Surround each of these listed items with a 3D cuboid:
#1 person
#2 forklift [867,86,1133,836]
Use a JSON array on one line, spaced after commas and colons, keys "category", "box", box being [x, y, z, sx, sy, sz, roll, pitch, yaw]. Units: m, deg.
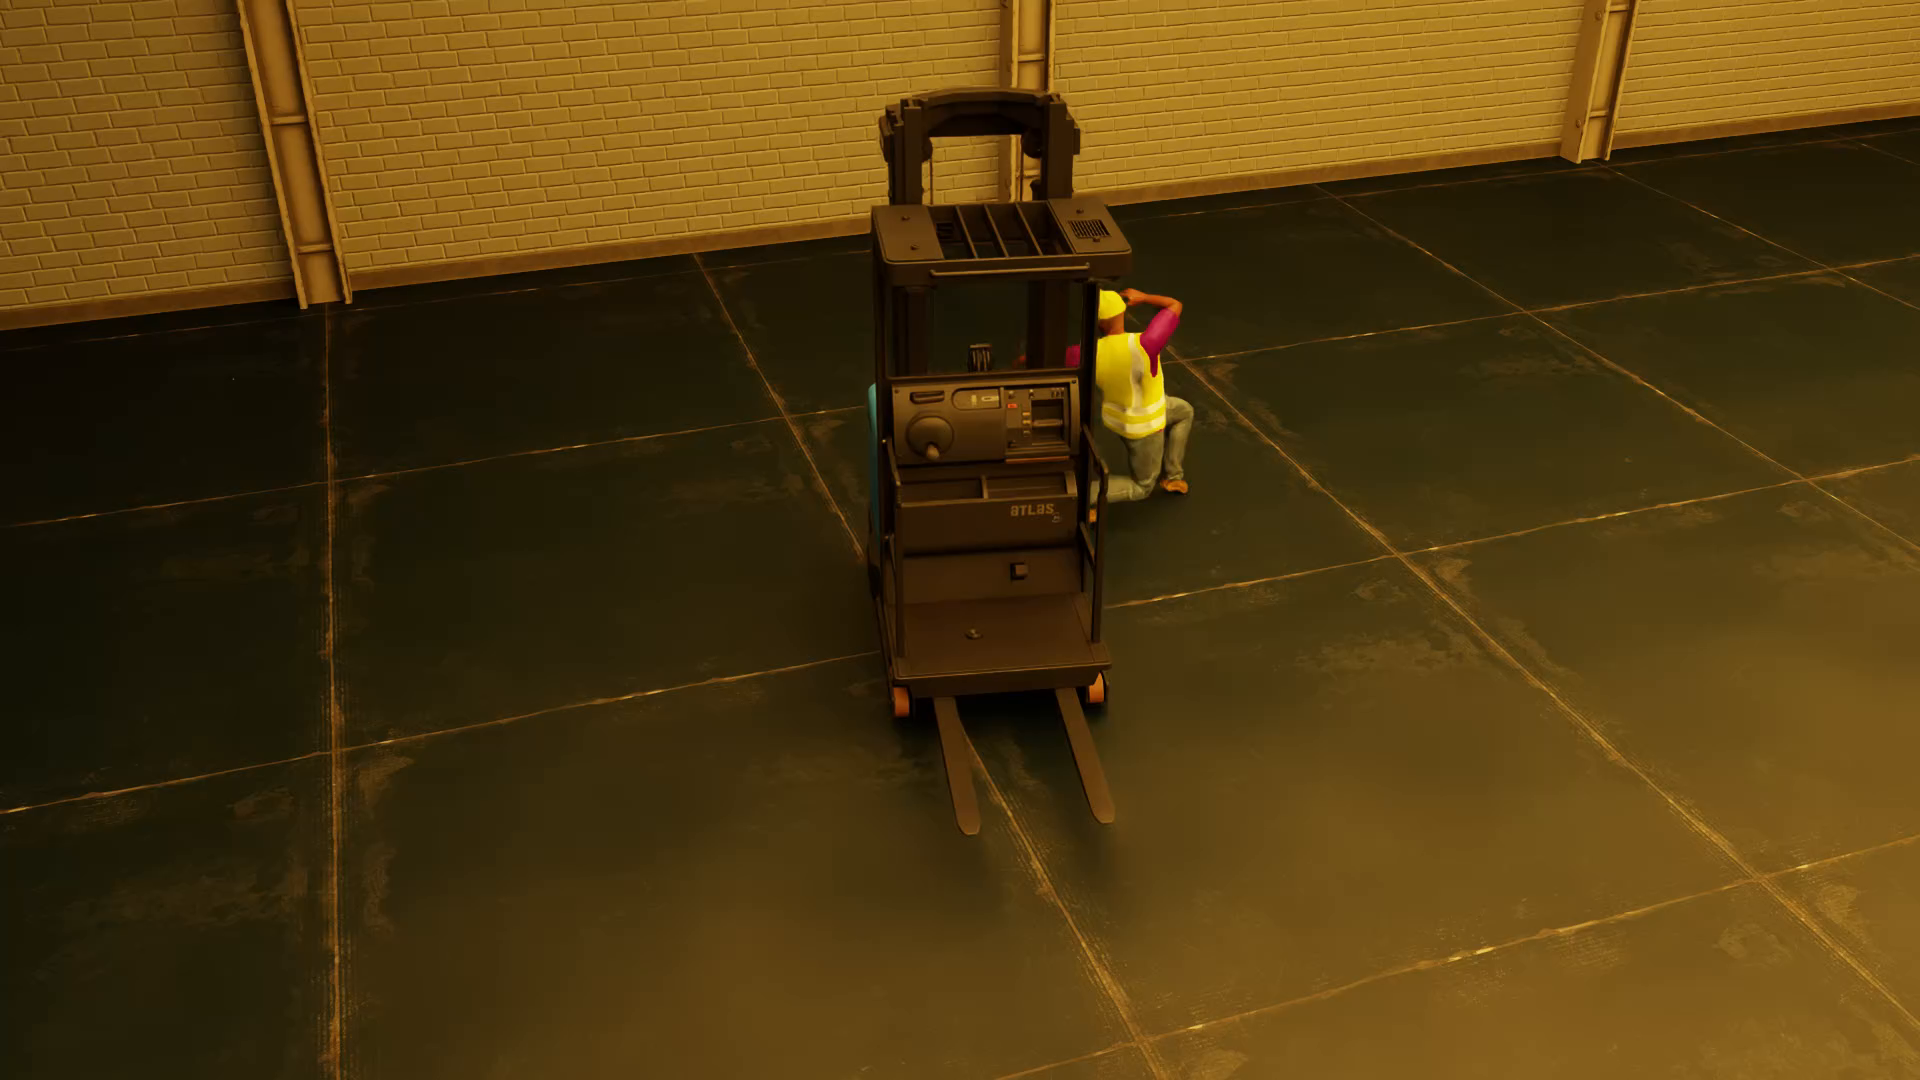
[{"category": "person", "box": [0.920, -0.928, 10.165, 0.958, 1.465, 1.002, -17, 34, -28]}, {"category": "forklift", "box": [0.160, -0.549, 8.041, 1.130, 2.935, 3.031, -4, 30, -6]}]
